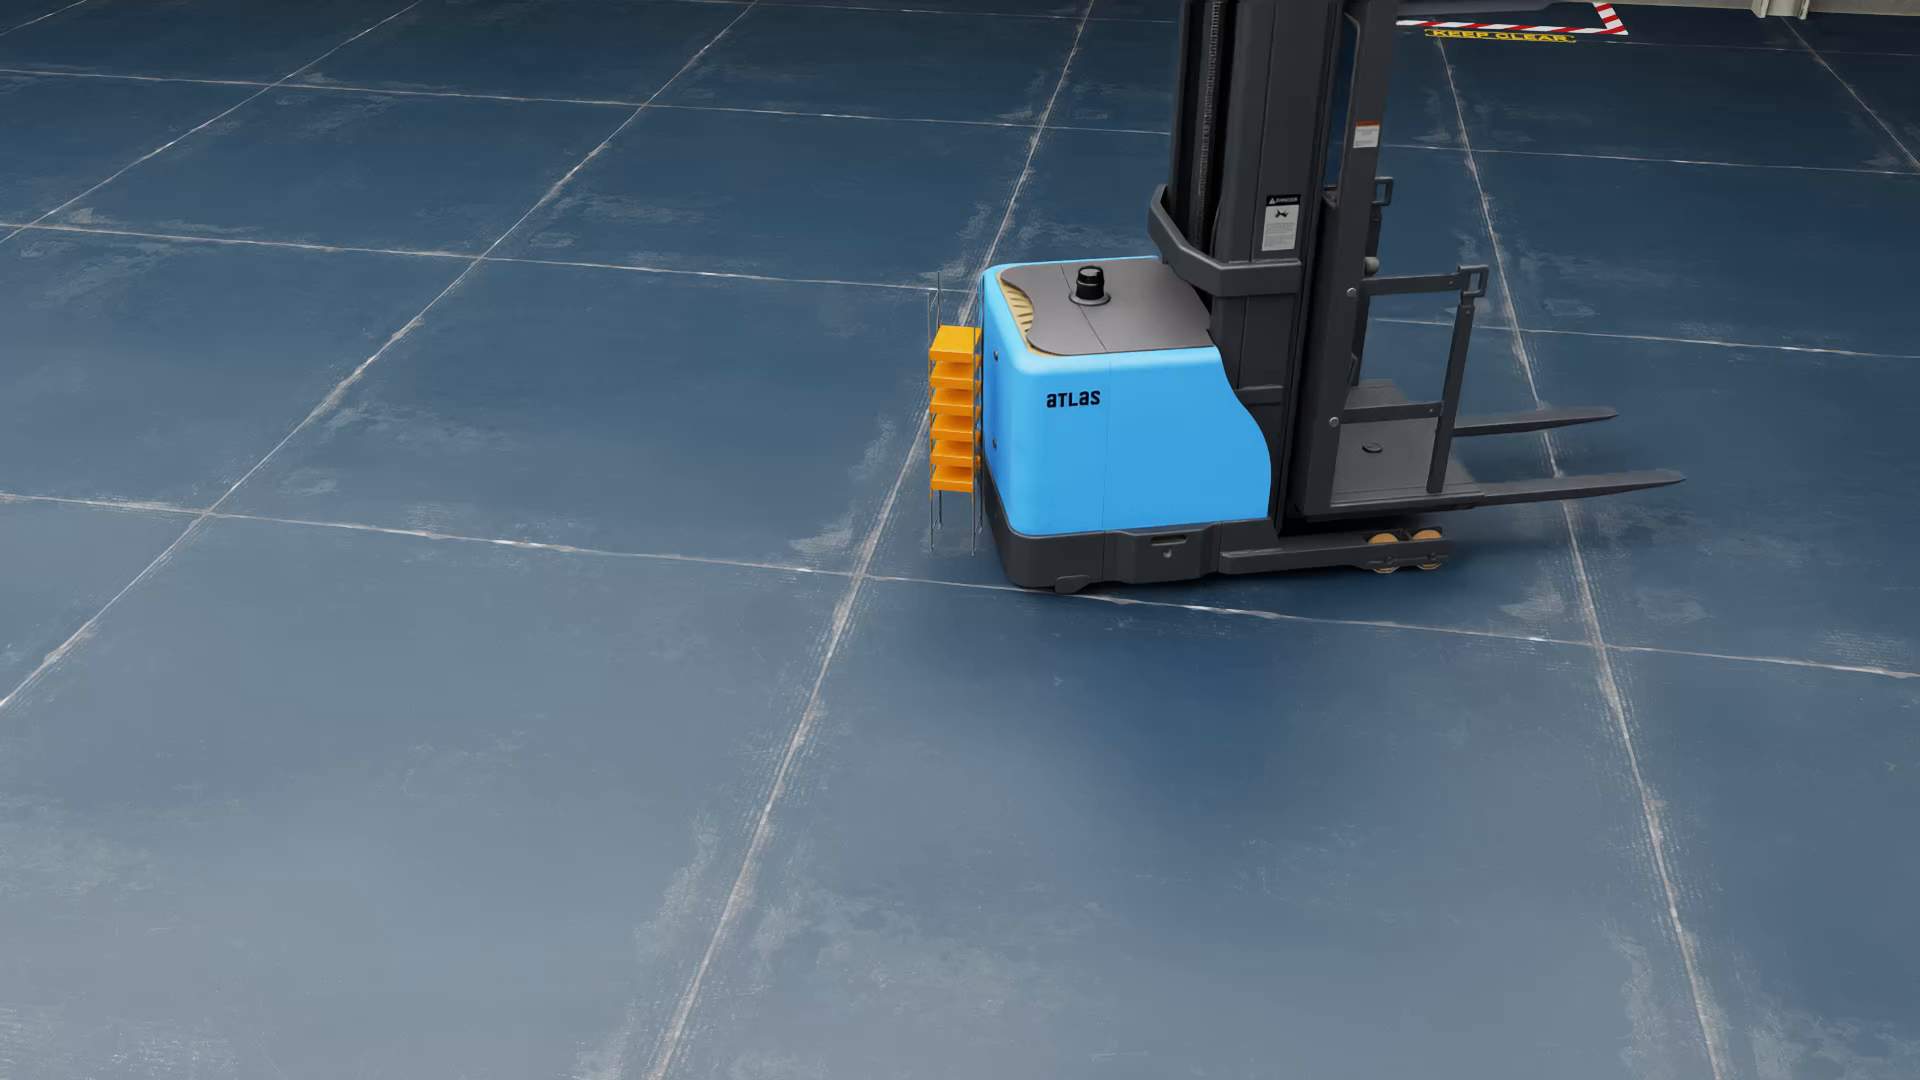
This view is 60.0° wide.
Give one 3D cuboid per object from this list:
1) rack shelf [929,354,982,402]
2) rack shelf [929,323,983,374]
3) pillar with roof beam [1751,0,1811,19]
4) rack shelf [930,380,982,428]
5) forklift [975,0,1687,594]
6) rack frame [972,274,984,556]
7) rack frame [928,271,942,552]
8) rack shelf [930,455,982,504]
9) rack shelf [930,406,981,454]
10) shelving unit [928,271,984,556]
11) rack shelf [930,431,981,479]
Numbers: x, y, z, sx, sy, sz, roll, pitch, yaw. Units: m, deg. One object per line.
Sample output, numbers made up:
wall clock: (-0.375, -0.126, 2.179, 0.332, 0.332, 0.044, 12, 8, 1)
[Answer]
rack shelf: (-0.014, -0.676, 6.830, 0.180, 0.103, 0.258, 5, 32, 8)
rack shelf: (-0.014, -0.777, 6.766, 0.180, 0.103, 0.258, 5, 32, 8)
pillar with roof beam: (6.490, -6.204, 8.681, 0.400, 9.000, 9.100, 5, 32, 8)
rack shelf: (-0.014, -0.574, 6.894, 0.180, 0.103, 0.258, 5, 32, 8)
forklift: (1.628, -1.375, 6.684, 3.031, 2.935, 1.130, -5, 32, -7)
rack frame: (0.076, -0.502, 6.921, 0.006, 1.200, 0.240, 5, 32, 8)
rack frame: (-0.104, -0.518, 6.947, 0.006, 1.200, 0.240, 5, 32, 8)
rack shelf: (-0.014, -0.269, 7.085, 0.180, 0.103, 0.258, 5, 32, 8)
rack shelf: (-0.014, -0.472, 6.957, 0.180, 0.103, 0.258, 5, 32, 8)
shelving unit: (-0.014, -0.510, 6.934, 0.189, 1.200, 0.258, 5, 32, 8)
rack shelf: (-0.014, -0.370, 7.021, 0.180, 0.103, 0.258, 5, 32, 8)
